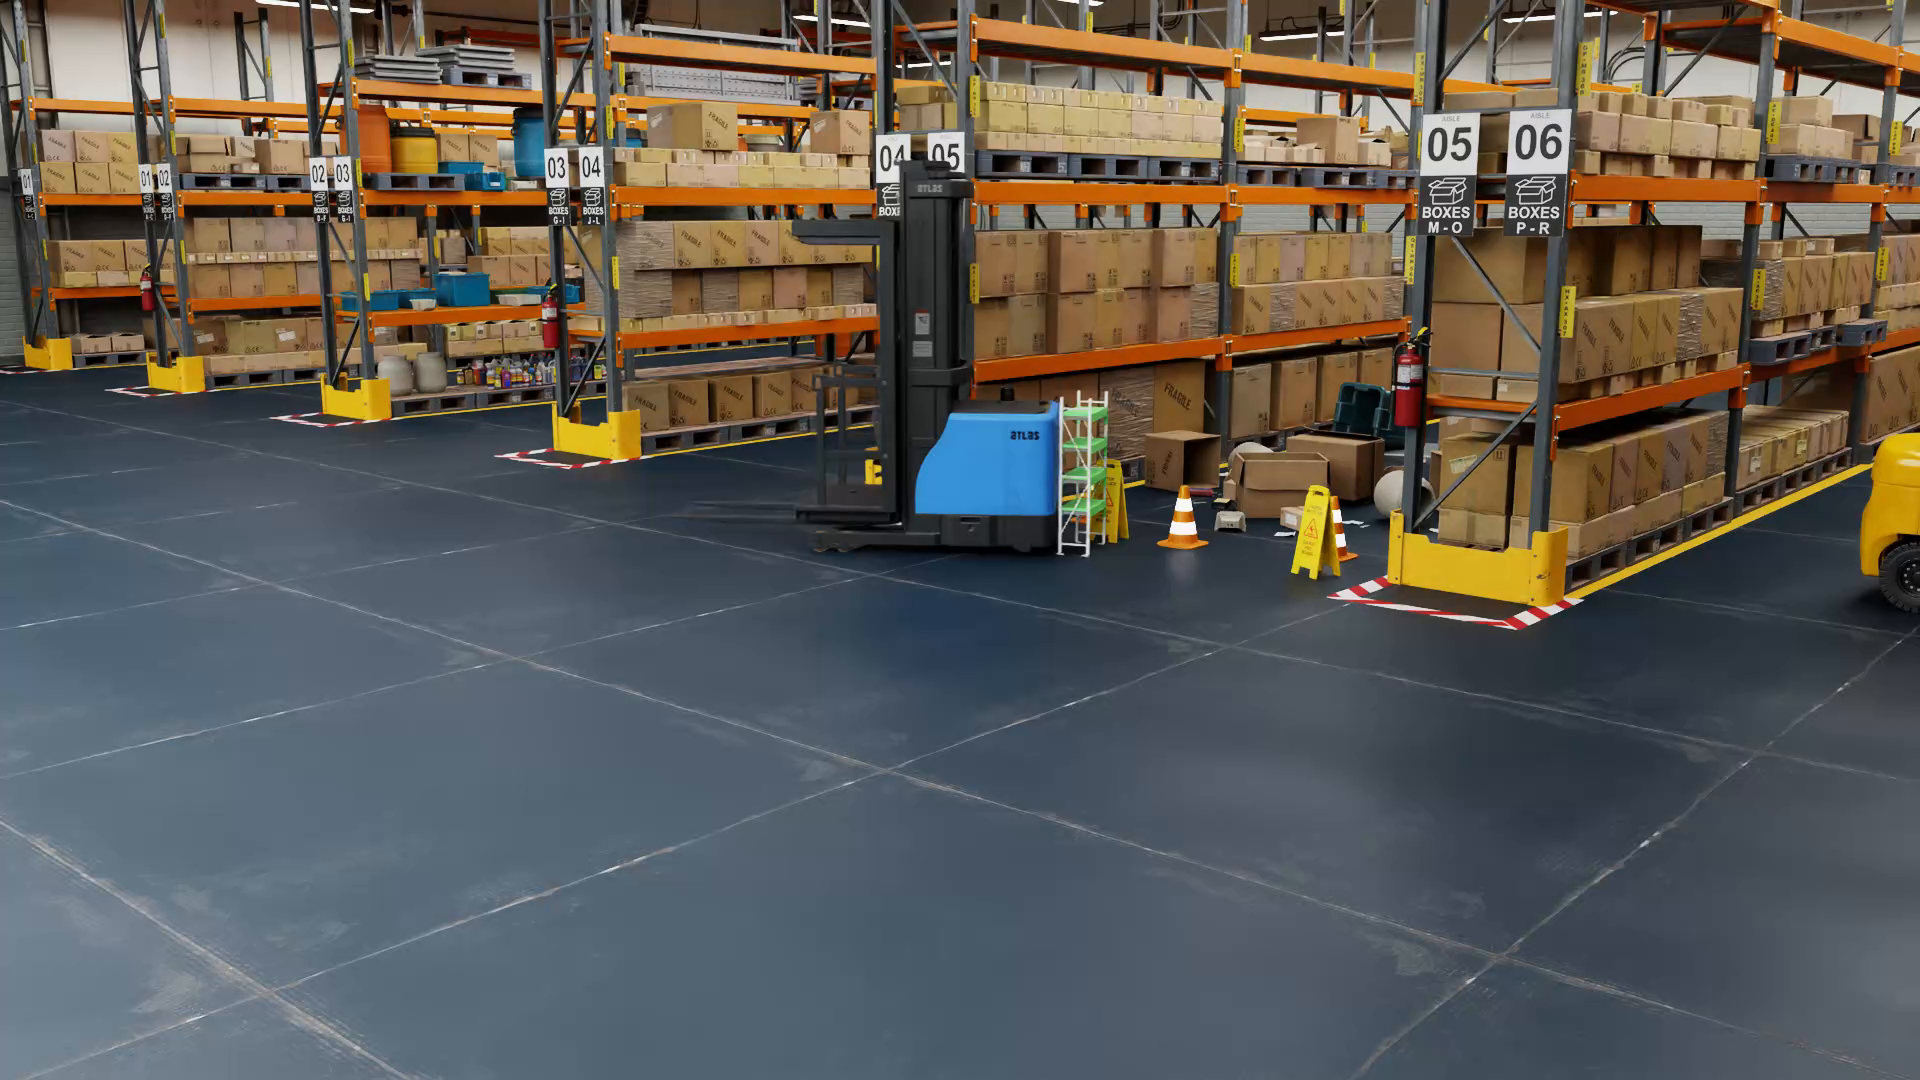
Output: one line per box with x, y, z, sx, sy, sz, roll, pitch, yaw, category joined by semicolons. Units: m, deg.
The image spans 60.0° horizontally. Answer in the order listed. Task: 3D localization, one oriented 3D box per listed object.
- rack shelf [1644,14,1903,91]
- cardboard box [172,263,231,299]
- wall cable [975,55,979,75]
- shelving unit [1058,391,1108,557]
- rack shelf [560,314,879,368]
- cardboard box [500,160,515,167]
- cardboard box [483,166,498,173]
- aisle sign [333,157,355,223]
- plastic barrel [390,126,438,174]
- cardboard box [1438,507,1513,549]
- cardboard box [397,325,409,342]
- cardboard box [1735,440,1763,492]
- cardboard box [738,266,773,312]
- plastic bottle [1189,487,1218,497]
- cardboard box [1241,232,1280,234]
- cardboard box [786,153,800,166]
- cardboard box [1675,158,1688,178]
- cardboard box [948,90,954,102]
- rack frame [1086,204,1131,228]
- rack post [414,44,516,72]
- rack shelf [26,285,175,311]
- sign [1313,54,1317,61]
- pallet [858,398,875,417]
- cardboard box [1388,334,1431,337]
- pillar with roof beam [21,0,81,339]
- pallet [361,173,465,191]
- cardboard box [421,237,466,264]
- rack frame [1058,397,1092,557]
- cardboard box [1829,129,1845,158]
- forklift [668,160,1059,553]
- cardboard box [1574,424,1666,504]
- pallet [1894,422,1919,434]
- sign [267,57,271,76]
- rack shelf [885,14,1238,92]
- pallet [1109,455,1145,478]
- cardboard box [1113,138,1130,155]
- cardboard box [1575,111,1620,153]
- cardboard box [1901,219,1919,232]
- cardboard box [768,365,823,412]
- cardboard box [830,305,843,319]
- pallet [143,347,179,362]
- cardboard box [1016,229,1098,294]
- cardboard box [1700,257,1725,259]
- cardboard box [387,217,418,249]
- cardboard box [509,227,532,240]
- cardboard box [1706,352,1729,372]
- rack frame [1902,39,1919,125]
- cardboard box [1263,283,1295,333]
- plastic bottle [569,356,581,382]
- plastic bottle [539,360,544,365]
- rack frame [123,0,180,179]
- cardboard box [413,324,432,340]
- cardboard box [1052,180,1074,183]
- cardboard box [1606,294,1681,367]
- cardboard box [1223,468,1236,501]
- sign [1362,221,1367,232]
7.452;-4.389;15.066;1.077;0.370;4.000;10;15;40;rack shelf
-11.074;-3.792;24.281;0.700;0.500;0.500;10;15;40;cardboard box
1.481;-11.001;40.350;3.097;2.526;0.112;10;15;40;wall cable
0.944;-0.516;12.731;0.258;1.200;0.503;4;12;19;shelving unit
-2.633;-2.336;19.083;1.077;0.370;4.000;10;15;40;rack shelf
-9.247;-7.392;33.524;0.700;0.500;0.500;9;14;37;cardboard box
-7.977;-6.038;27.435;0.500;0.250;0.500;8;14;35;cardboard box
-7.501;-4.261;20.248;0.394;0.787;0.004;10;15;40;aisle sign
-7.016;-4.988;21.314;0.600;0.588;0.600;0;11;0;plastic barrel
3.839;-0.128;12.140;0.500;0.250;0.500;10;15;40;cardboard box
-9.293;-3.462;26.917;0.500;0.500;0.500;10;15;40;cardboard box
6.476;-0.696;14.675;0.950;0.372;0.625;10;15;41;cardboard box
-2.628;-2.896;19.035;0.875;0.500;0.500;10;15;40;cardboard box
2.227;-0.437;15.241;0.283;0.061;0.133;4;12;21;plastic bottle
4.808;-4.709;26.836;0.500;0.500;0.500;10;15;40;cardboard box
-2.044;-4.342;19.001;0.380;0.149;0.250;11;15;42;cardboard box
5.228;-2.786;12.487;0.380;0.149;0.250;10;15;42;cardboard box
-0.160;-3.862;14.507;0.380;0.149;0.250;10;15;41;cardboard box
2.888;-5.389;32.532;1.000;3.000;0.127;10;15;40;rack frame
-6.418;-6.228;21.613;0.937;0.300;0.954;9;15;39;rack post
-13.795;-4.257;28.703;1.077;0.370;4.000;10;15;40;rack shelf
6.196;-8.298;28.995;0.100;0.325;0.005;10;15;40;sign
-0.800;-1.730;21.334;1.003;0.211;1.213;10;15;40;pallet
5.914;-2.546;21.694;0.500;0.250;0.500;10;15;42;cardboard box
-12.069;-6.916;24.860;9.100;9.000;0.400;10;15;40;pillar with roof beam
-7.054;-4.522;21.017;1.003;0.211;1.213;10;15;40;pallet
-10.137;-5.687;32.646;0.700;0.500;0.500;8;14;34;cardboard box
0.864;-0.471;12.505;0.240;1.200;0.015;4;12;19;rack frame
7.468;-3.491;14.681;0.500;0.250;0.500;10;15;40;cardboard box
-0.745;-1.442;12.945;3.031;2.935;1.130;1;11;5;forklift
4.926;-0.575;12.465;0.500;0.500;0.500;10;15;41;cardboard box
10.155;-1.207;18.717;1.003;0.211;1.213;10;15;40;pallet
-12.079;-8.270;29.054;0.100;0.325;0.005;10;15;40;sign
1.026;-4.425;15.250;1.077;0.370;4.000;10;15;40;rack shelf
1.786;-0.857;16.965;1.003;0.211;1.213;10;15;40;pallet
1.340;-3.610;15.281;0.380;0.149;0.250;10;15;40;cardboard box
4.023;-2.696;11.014;0.500;0.250;0.500;9;15;39;cardboard box
11.632;-3.847;20.350;0.380;0.149;0.250;10;15;42;cardboard box
-1.979;-1.824;19.994;0.500;0.500;0.500;-7;13;-30;cardboard box
-1.616;-2.725;19.839;0.380;0.149;0.250;10;15;40;cardboard box
-13.697;-3.253;28.958;1.003;0.211;1.213;10;15;40;pallet
0.746;-2.548;15.172;0.875;0.550;0.550;10;15;40;cardboard box
6.591;-2.273;14.846;0.500;0.500;0.500;10;15;41;cardboard box
-9.039;-4.883;26.434;0.700;0.500;0.500;10;15;41;cardboard box
-8.987;-6.177;33.501;0.500;0.250;0.500;9;15;40;cardboard box
5.989;-1.454;13.473;0.380;0.149;0.250;10;15;42;cardboard box
11.413;-5.820;19.376;1.000;3.000;0.127;10;15;40;rack frame
3.229;-2.492;17.777;0.500;0.500;0.500;10;15;41;cardboard box
-5.368;-2.380;23.106;0.144;0.351;0.185;9;14;38;plastic bottle
-5.883;-2.399;23.405;0.097;0.271;0.097;0;11;0;plastic bottle
-11.392;-6.617;23.367;1.000;3.000;0.127;10;15;40;rack frame
-8.699;-3.493;27.559;0.500;0.311;0.500;10;15;40;cardboard box
1.198;-4.867;22.644;0.500;0.250;0.500;10;15;40;cardboard box
5.017;-1.569;12.395;0.500;0.500;0.500;9;15;39;cardboard box
2.595;-0.495;15.010;0.258;0.266;0.396;-9;14;-38;cardboard box
7.007;-5.360;28.827;0.100;0.325;0.005;10;15;40;sign
